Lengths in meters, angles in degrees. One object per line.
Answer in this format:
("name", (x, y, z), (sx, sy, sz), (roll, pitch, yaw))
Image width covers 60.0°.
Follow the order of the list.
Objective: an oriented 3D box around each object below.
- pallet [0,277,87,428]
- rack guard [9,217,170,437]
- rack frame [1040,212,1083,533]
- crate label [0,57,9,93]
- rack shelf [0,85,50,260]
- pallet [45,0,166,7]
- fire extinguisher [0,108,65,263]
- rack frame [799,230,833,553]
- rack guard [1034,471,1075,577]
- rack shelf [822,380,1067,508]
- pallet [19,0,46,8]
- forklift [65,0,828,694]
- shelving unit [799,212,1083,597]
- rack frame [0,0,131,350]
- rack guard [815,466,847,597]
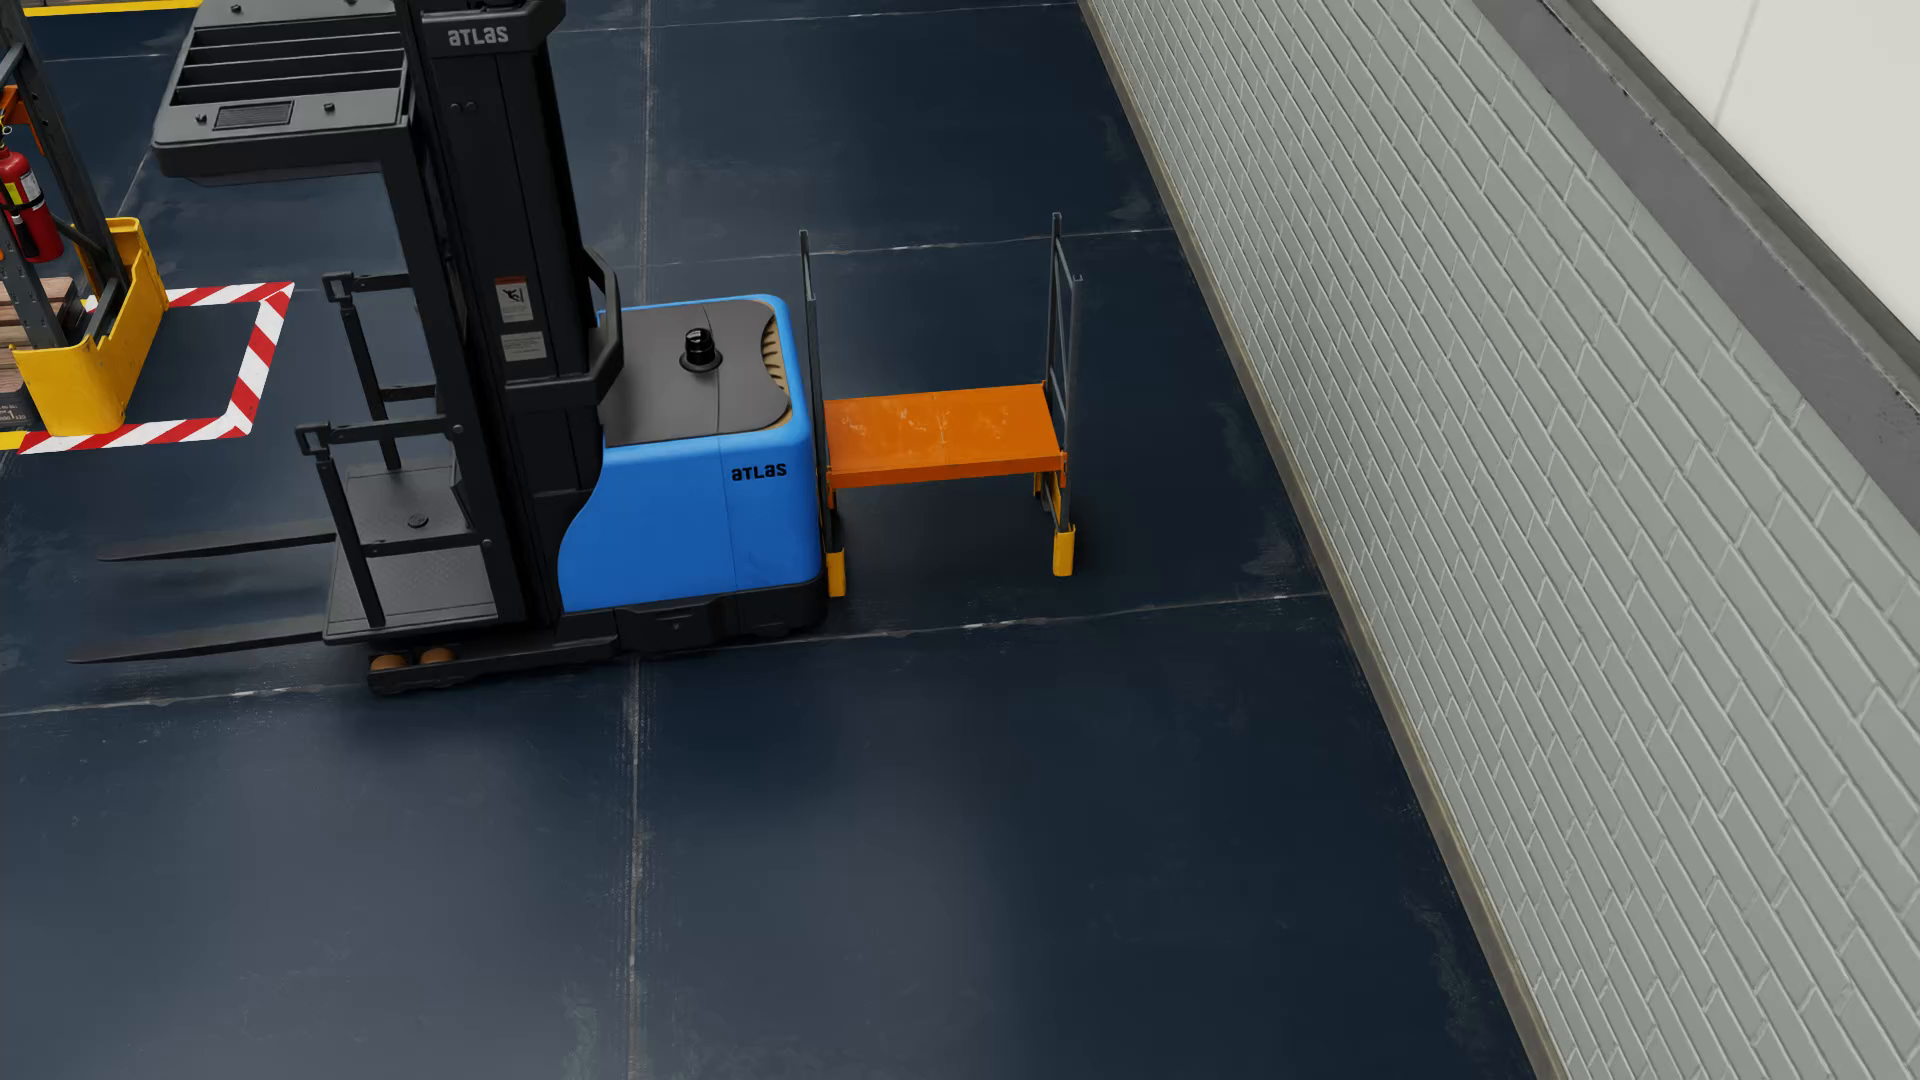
("pallet", (-5.156, -0.915, 8.322), (1.213, 0.211, 1.003), (-5, 42, -6))
("rack guard", (-4.311, -1.079, 8.288), (0.348, 0.500, 1.175), (-5, 42, -6))
("rack frame", (0.419, -0.594, 7.004), (0.032, 1.500, 0.500), (-5, 42, -6))
("crate label", (-4.620, -2.154, 7.693), (0.303, 0.233, 0.416), (-5, 42, -6))
("rack shelf", (-6.316, -1.556, 7.487), (4.000, 0.370, 1.077), (-5, 42, -6))
("pallet", (-5.837, -4.174, 11.936), (1.213, 0.211, 1.003), (-5, 42, -6))
("fire extinguisher", (-4.124, -1.540, 7.270), (0.183, 0.674, 0.296), (-5, 42, -6))
("rack frame", (-0.589, -0.505, 6.906), (0.032, 1.500, 0.500), (-5, 42, -6))
("rack guard", (0.418, -0.129, 7.422), (0.087, 0.250, 0.587), (-5, 42, -6))
("rack shelf", (-0.085, -0.416, 7.075), (1.000, 0.185, 0.538), (-5, 42, -6))
("pallet", (-7.044, -4.071, 11.821), (1.213, 0.211, 1.003), (-5, 42, -6))
("forklift", (-2.125, -0.847, 6.216), (3.031, 2.935, 1.130), (-7, 43, -8))
("shelving unit", (-0.076, -0.550, 6.955), (1.083, 1.500, 0.587), (-5, 42, -6))
("rack frame", (-4.333, -1.996, 7.439), (0.127, 3.000, 1.000), (-5, 42, -6))
("rack guard", (-0.569, -0.043, 7.326), (0.087, 0.250, 0.587), (-5, 42, -6))
